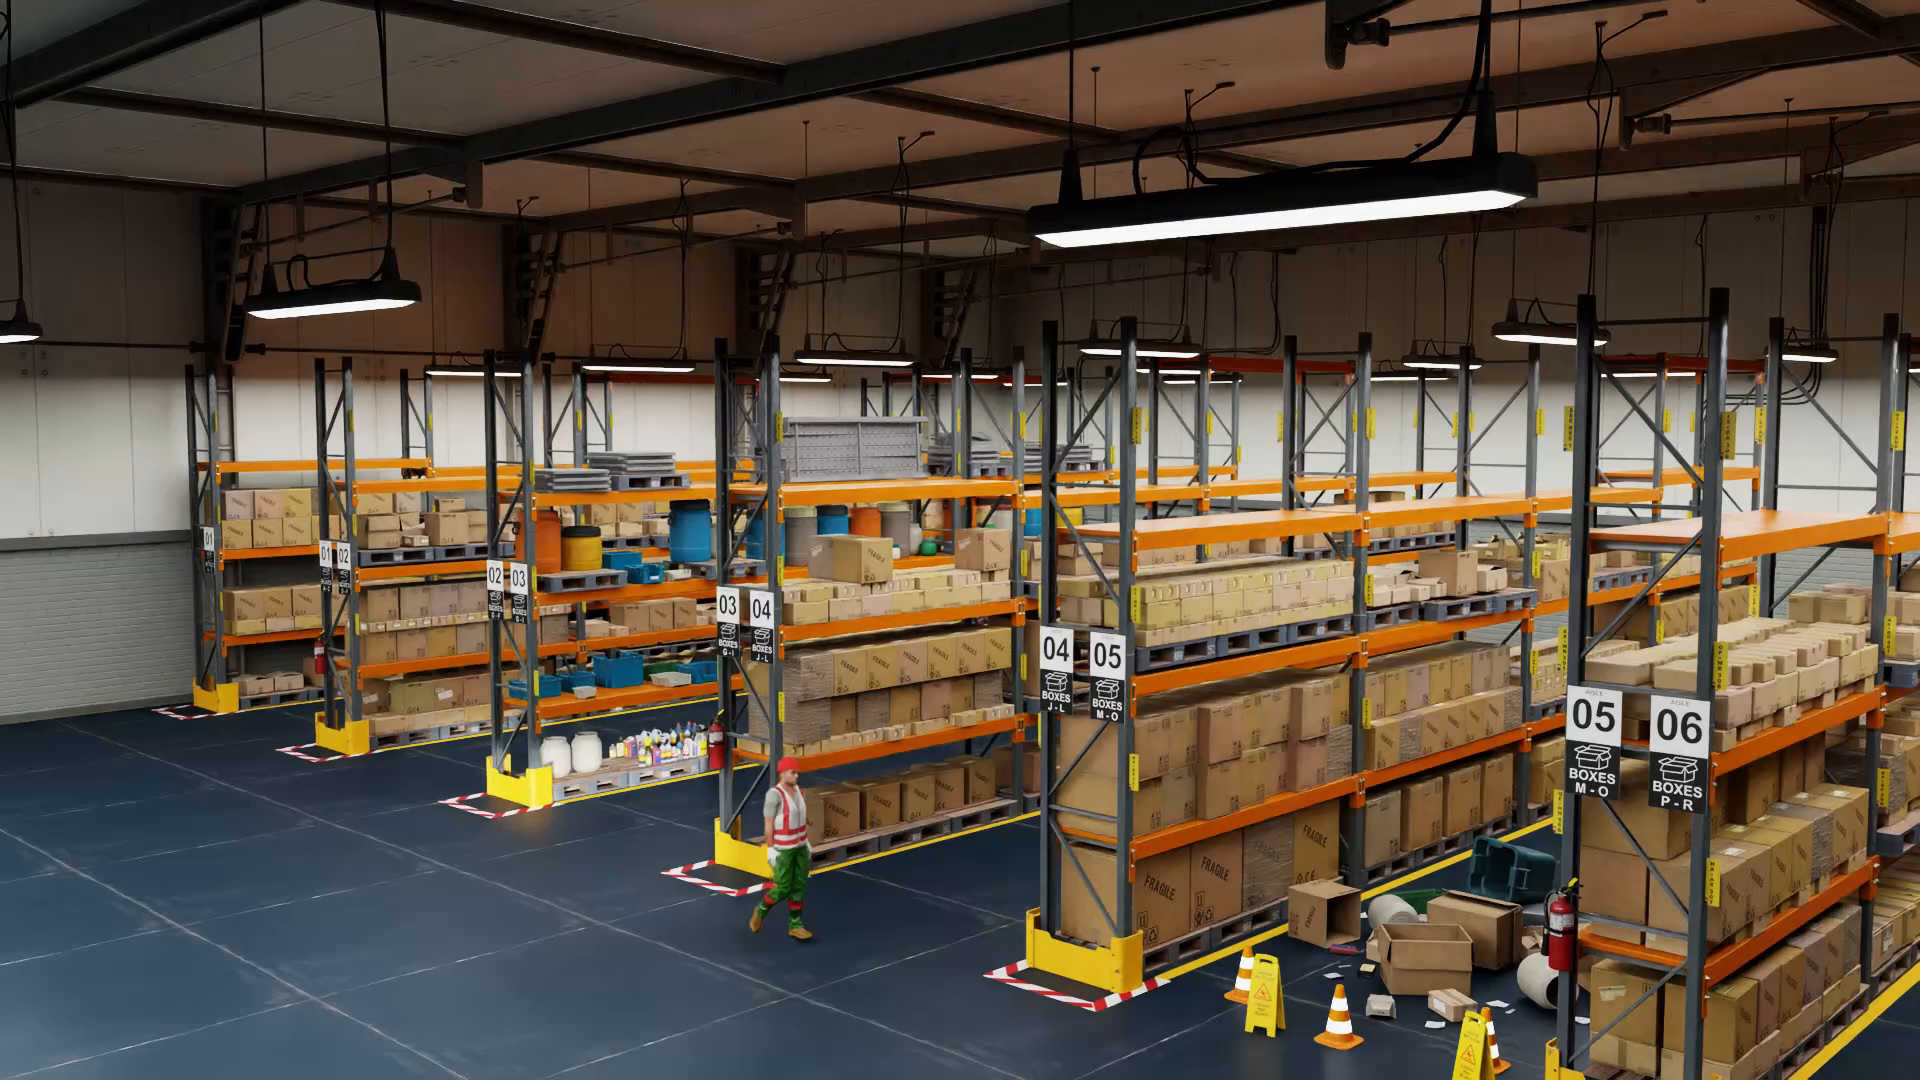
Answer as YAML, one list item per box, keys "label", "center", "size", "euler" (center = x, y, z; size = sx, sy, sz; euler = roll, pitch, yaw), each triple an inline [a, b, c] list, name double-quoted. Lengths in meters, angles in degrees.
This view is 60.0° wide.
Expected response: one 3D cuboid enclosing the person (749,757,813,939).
- label: "person"
  center: [-1.719, 3.009, 16.336]
  size: [0.627, 1.785, 0.558]
  euler: [3, 5, 35]
